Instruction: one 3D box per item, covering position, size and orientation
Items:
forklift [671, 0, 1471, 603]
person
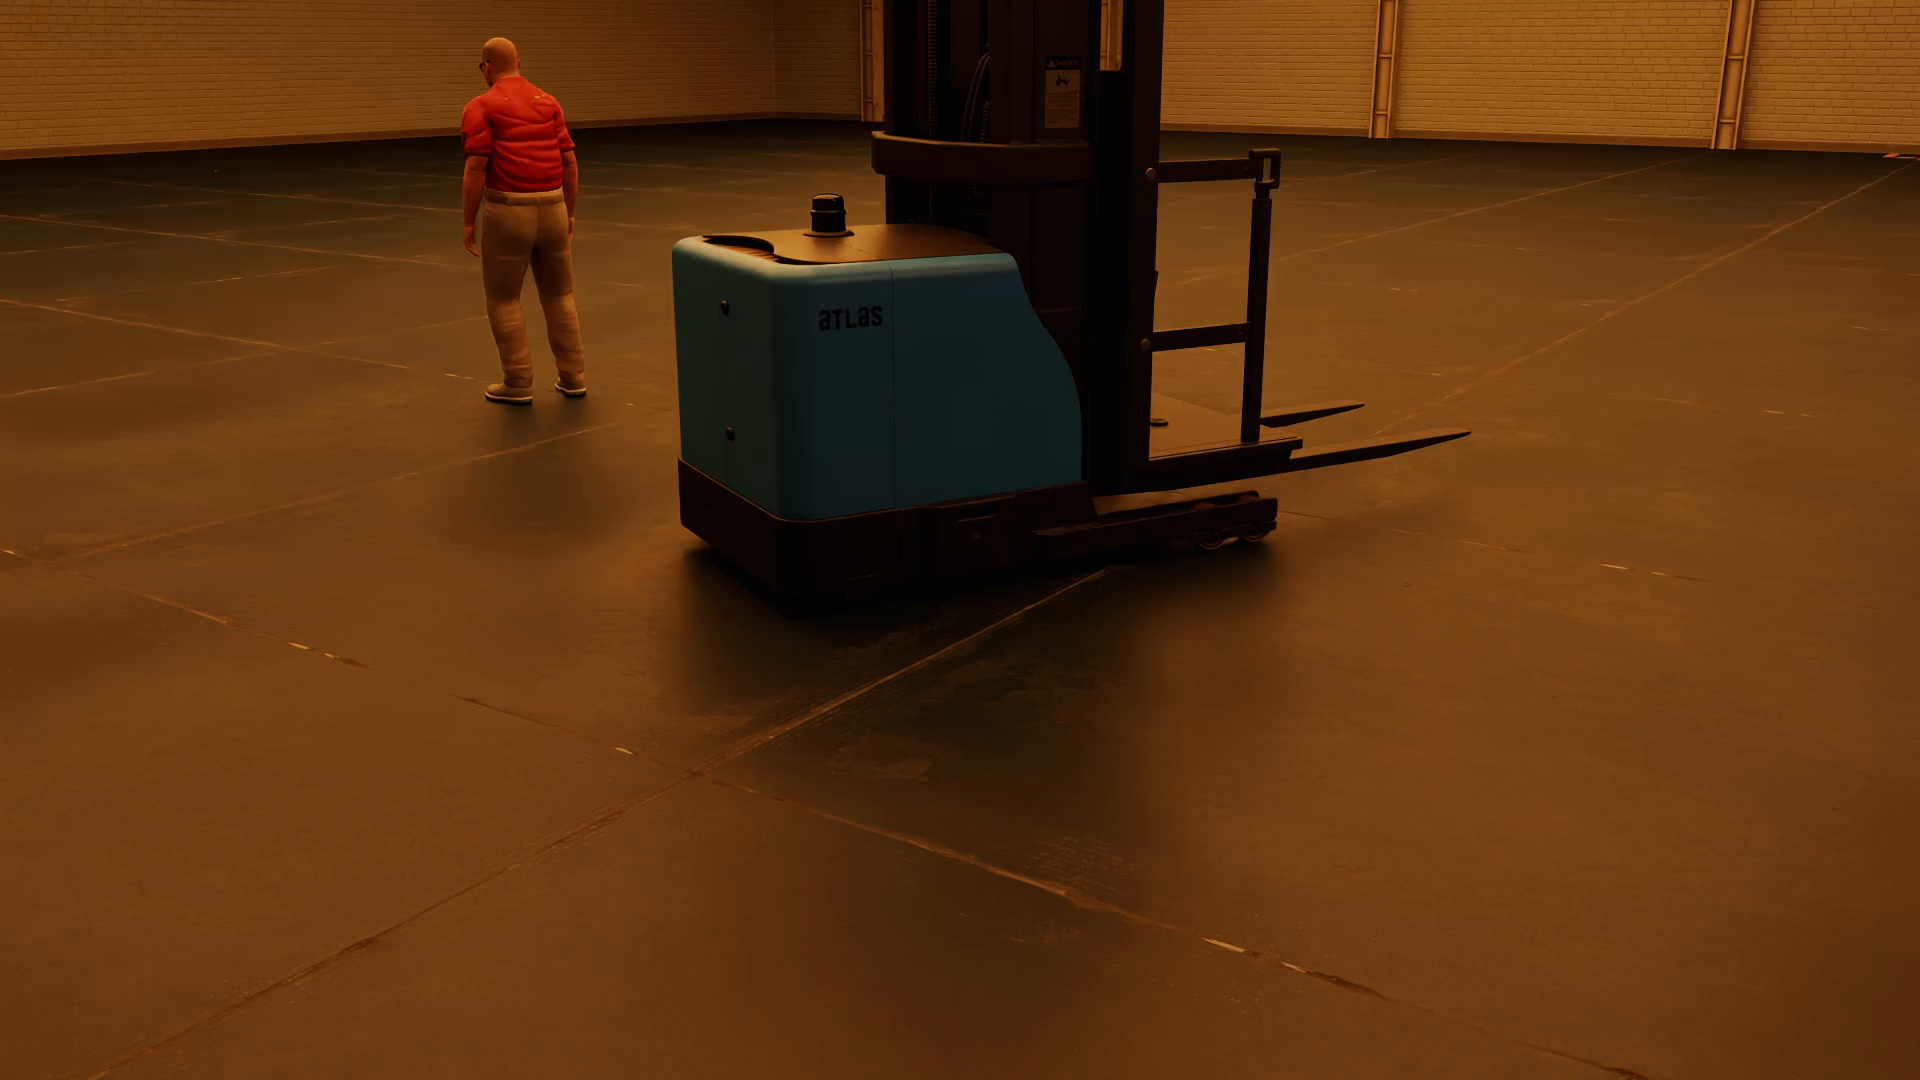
[{"bbox_3d":[0.548,-1.492,5.822,3.031,2.935,1.130,-9,19,-28],"label":"forklift"},{"bbox_3d":[-2.126,-1.540,8.082,0.599,1.727,0.388,-14,22,-39],"label":"person"}]
